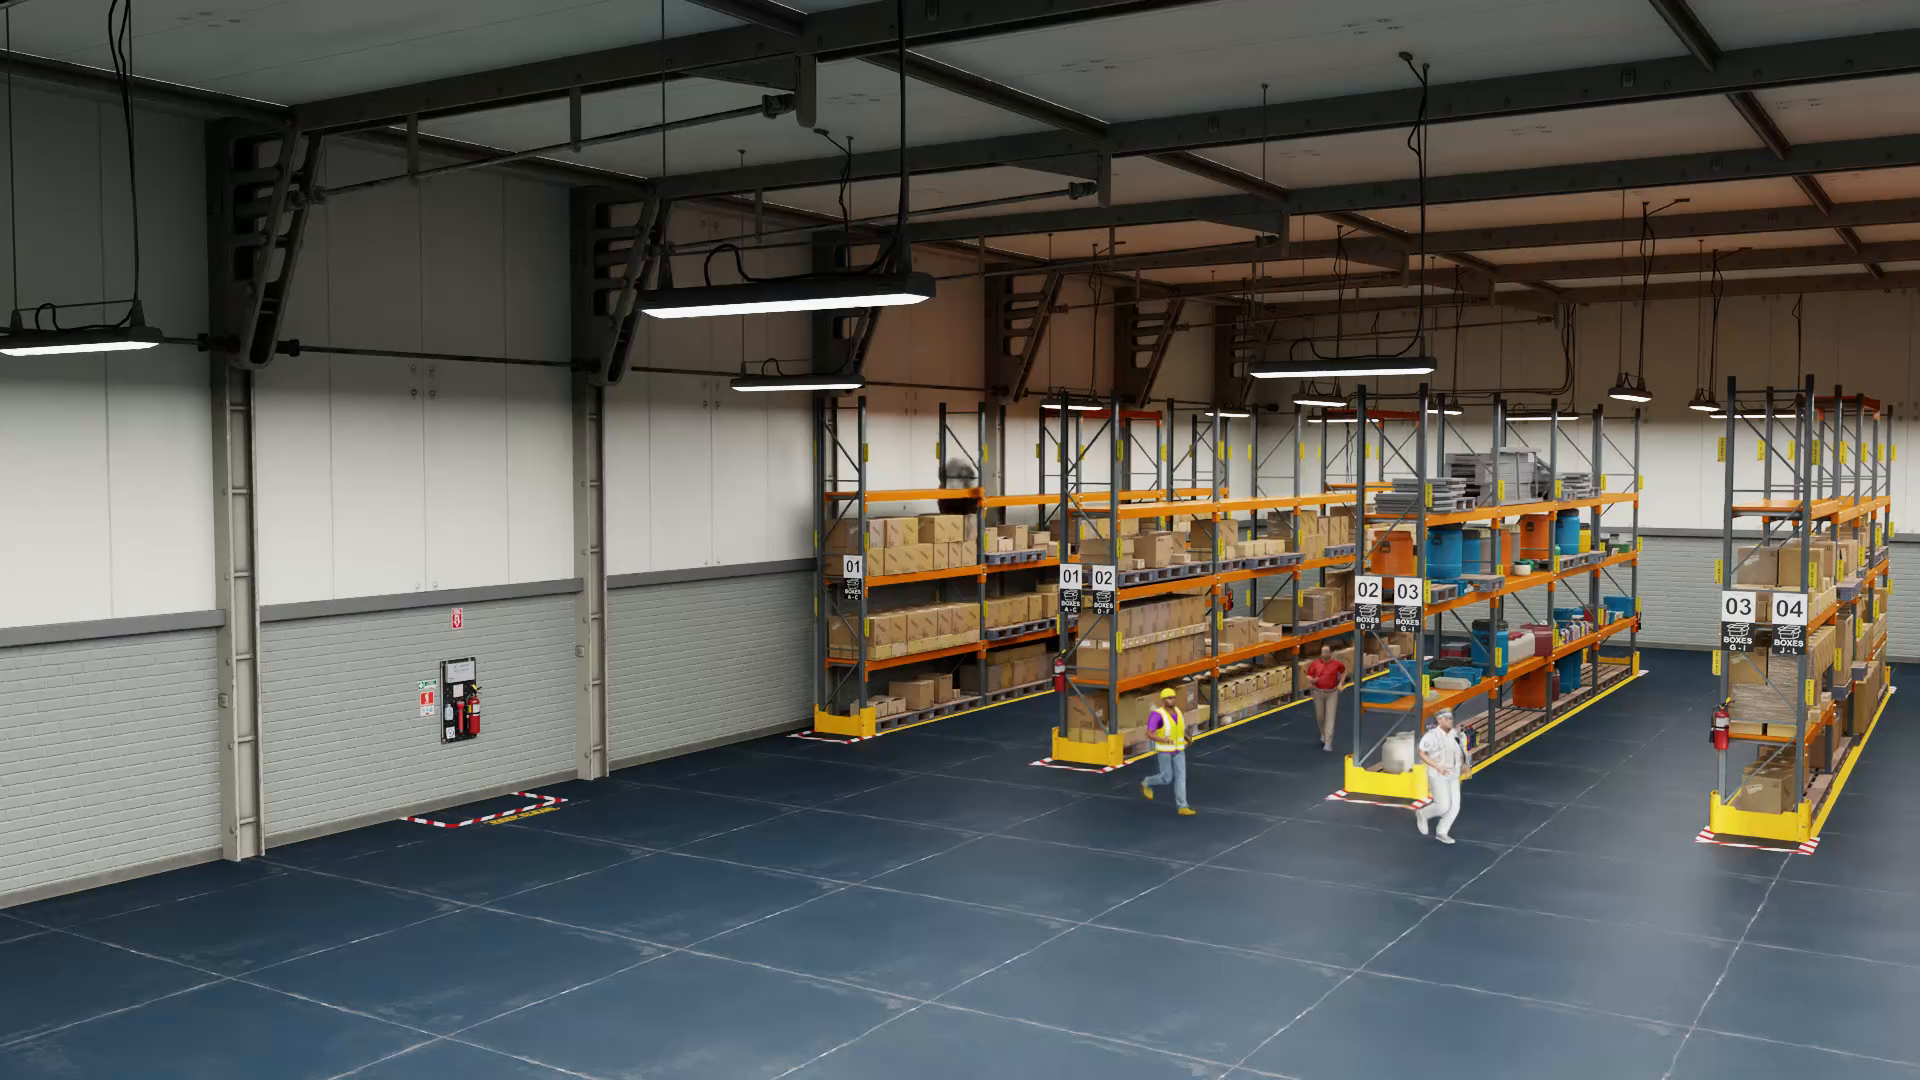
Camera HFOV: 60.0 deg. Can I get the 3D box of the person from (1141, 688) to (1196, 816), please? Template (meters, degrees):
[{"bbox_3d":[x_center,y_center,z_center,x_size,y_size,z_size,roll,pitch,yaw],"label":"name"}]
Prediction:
[{"bbox_3d":[2.927,2.920,23.046,0.714,1.738,1.006,-2,4,-31],"label":"person"}]

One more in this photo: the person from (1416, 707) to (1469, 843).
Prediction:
[{"bbox_3d":[6.196,3.006,21.402,0.649,1.737,0.595,-2,3,-28],"label":"person"}]

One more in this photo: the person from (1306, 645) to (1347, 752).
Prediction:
[{"bbox_3d":[6.179,2.646,28.103,0.659,1.735,0.967,1,3,18],"label":"person"}]
